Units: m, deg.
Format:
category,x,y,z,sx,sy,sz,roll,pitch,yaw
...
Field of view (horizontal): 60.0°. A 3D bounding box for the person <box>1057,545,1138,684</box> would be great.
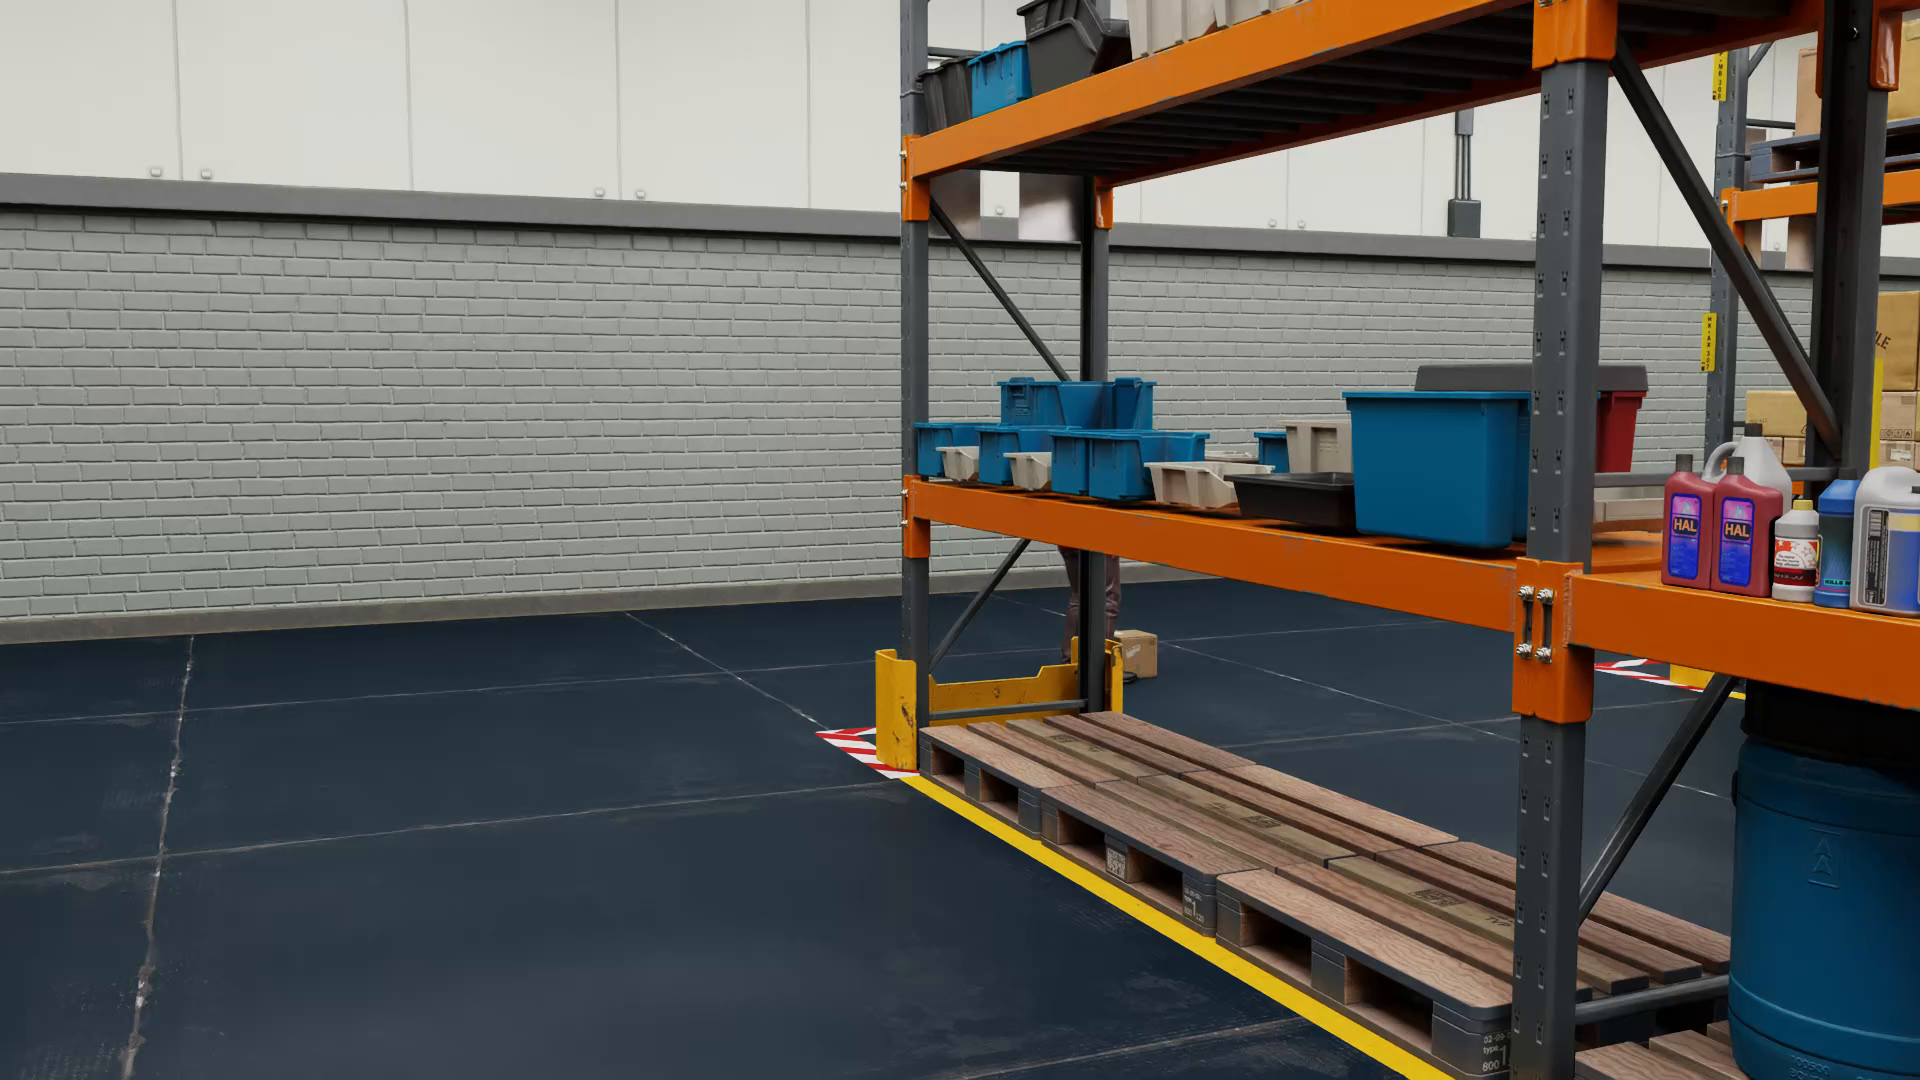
category,x,y,z,sx,sy,sz,roll,pitch,yaw
person,0.747,-0.036,9.768,0.421,1.720,0.588,-3,6,-27
